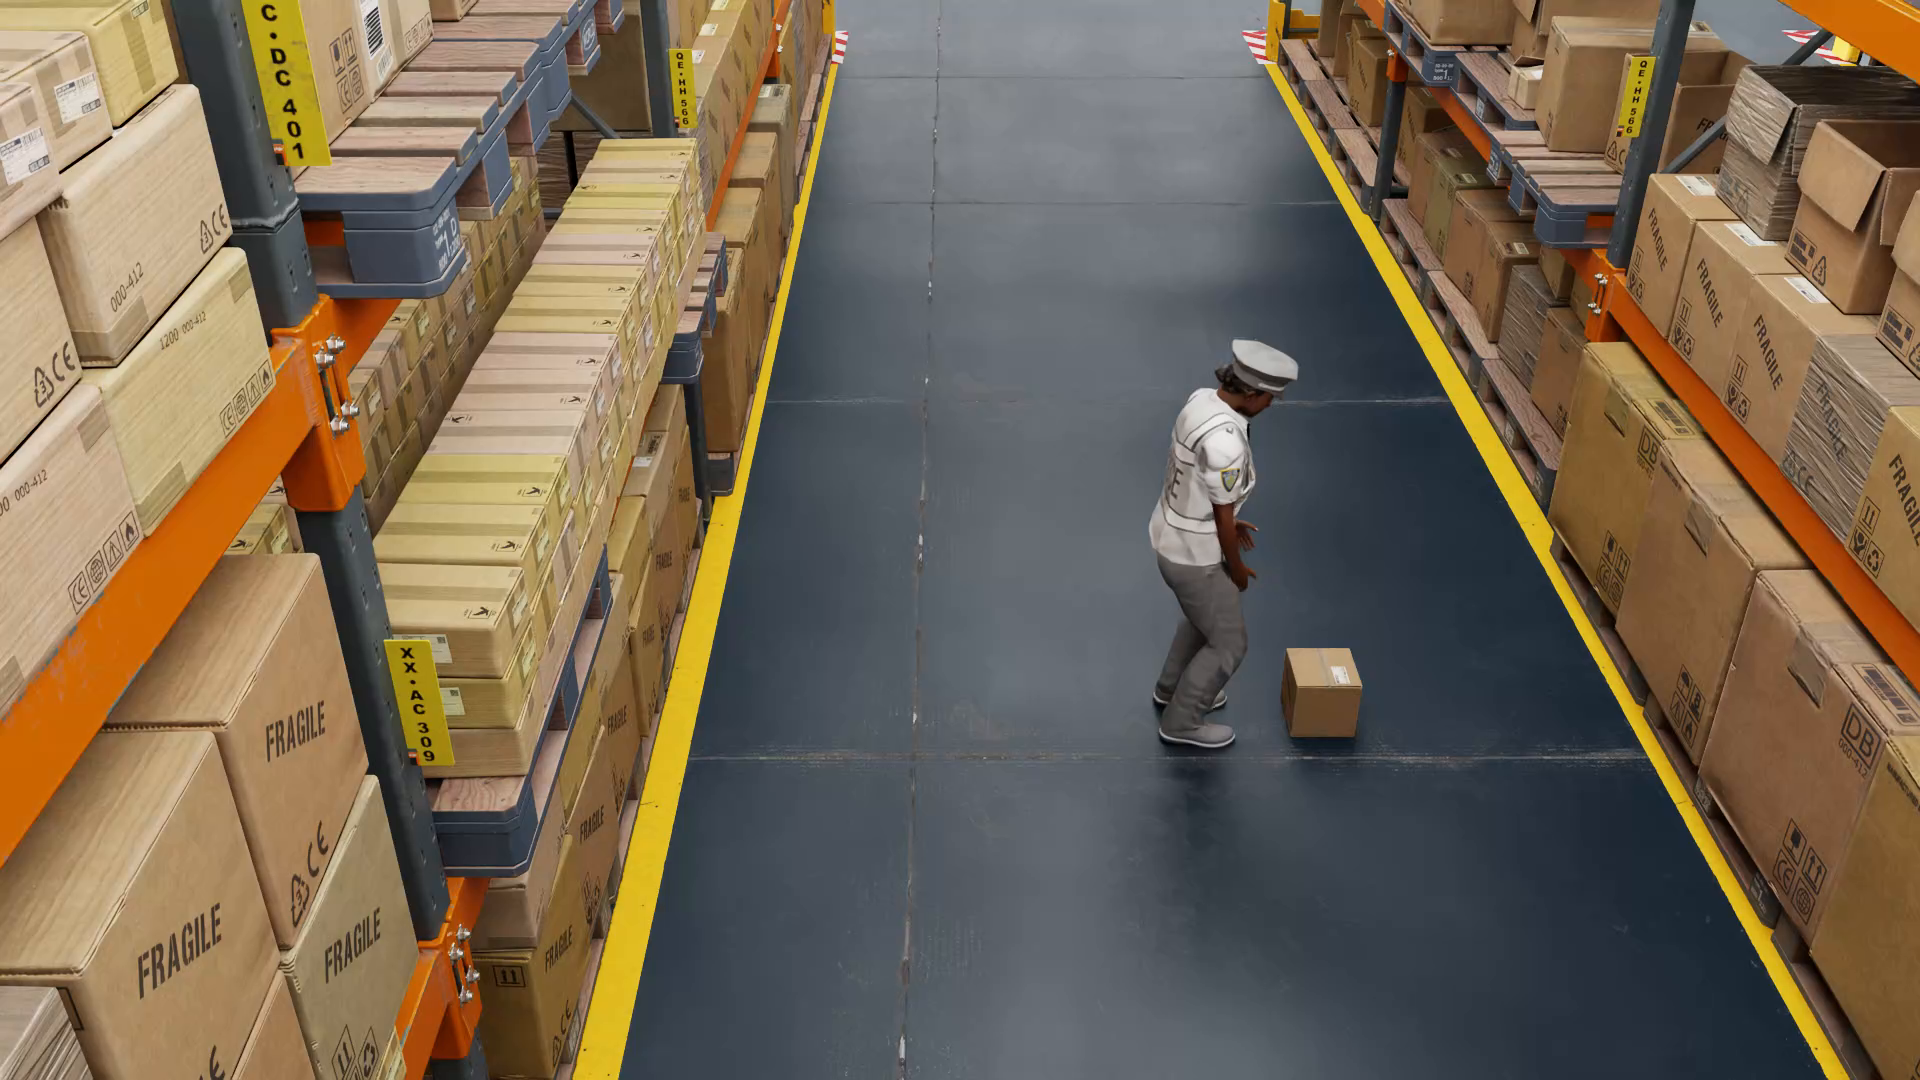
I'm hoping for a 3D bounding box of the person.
[{"bbox_3d":[0.939,0.016,6.178,0.480,1.604,0.465,1,32,1],"label":"person"}]
